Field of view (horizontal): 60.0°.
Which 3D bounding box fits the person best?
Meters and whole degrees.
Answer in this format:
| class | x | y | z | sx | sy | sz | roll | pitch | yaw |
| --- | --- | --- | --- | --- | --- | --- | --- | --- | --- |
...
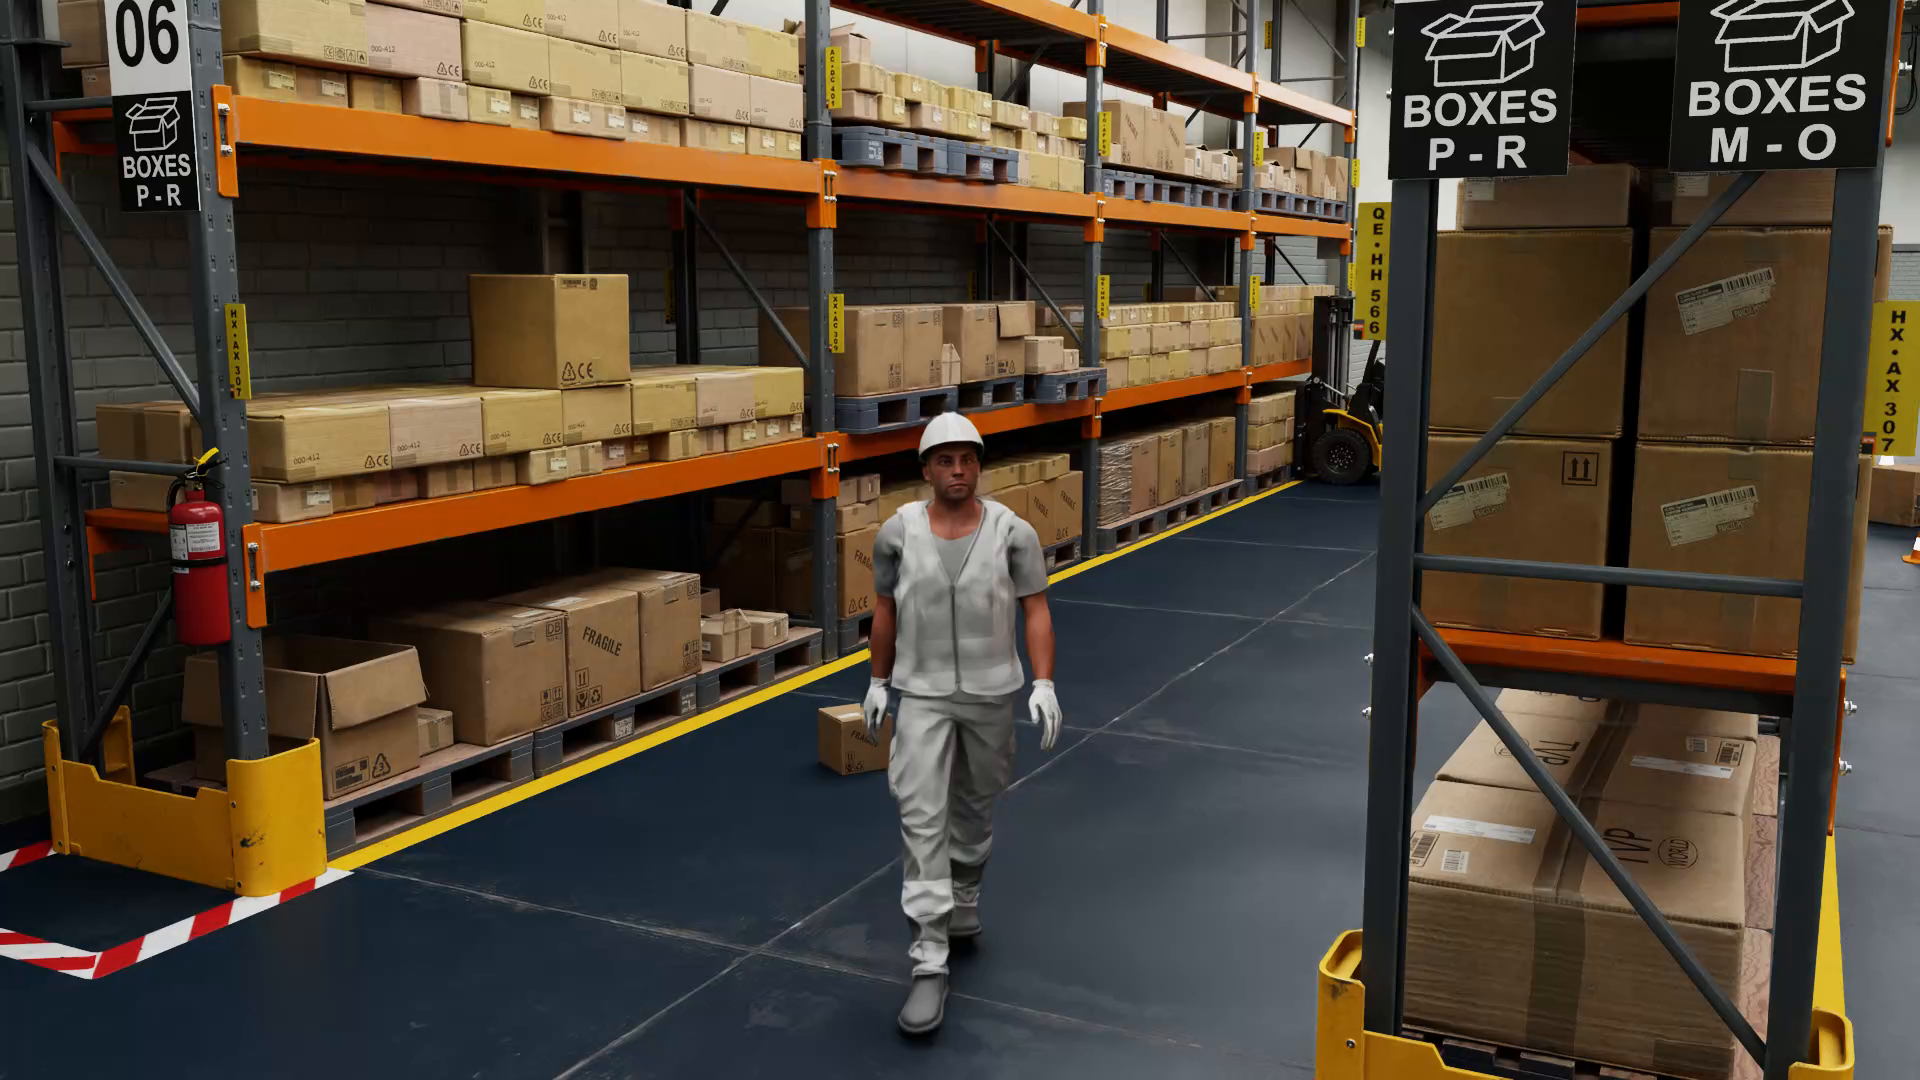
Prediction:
| class | x | y | z | sx | sy | sz | roll | pitch | yaw |
| --- | --- | --- | --- | --- | --- | --- | --- | --- | --- |
| person | 0.004 | 0.486 | 5.086 | 0.600 | 1.739 | 0.958 | -1 | 9 | -4 |
